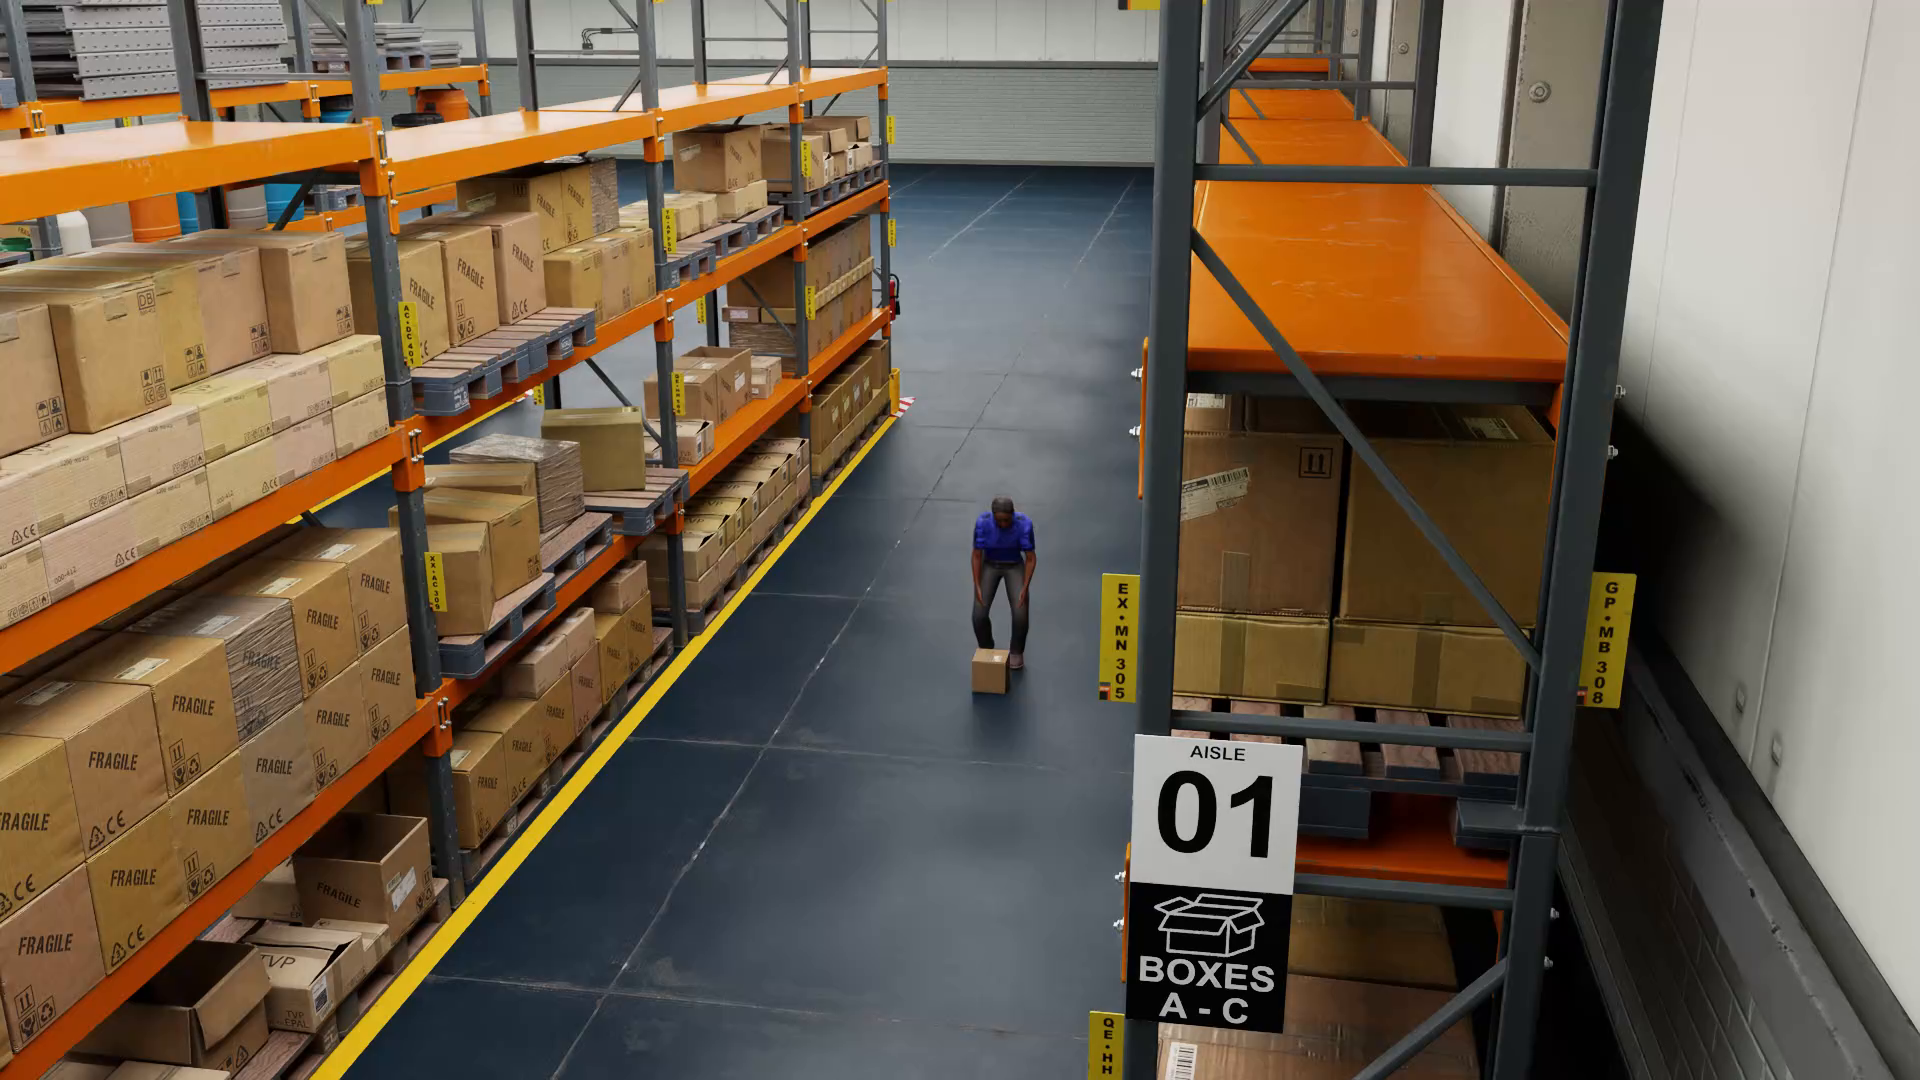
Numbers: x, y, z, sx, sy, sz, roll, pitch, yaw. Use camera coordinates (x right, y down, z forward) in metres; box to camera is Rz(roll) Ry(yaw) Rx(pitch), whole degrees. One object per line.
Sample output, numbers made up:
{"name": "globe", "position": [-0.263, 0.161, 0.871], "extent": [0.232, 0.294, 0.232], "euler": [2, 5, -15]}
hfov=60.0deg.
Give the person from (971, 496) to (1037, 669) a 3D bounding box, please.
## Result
{"name": "person", "position": [0.340, 0.289, 12.585], "extent": [0.494, 1.416, 0.598], "euler": [3, 18, 9]}
